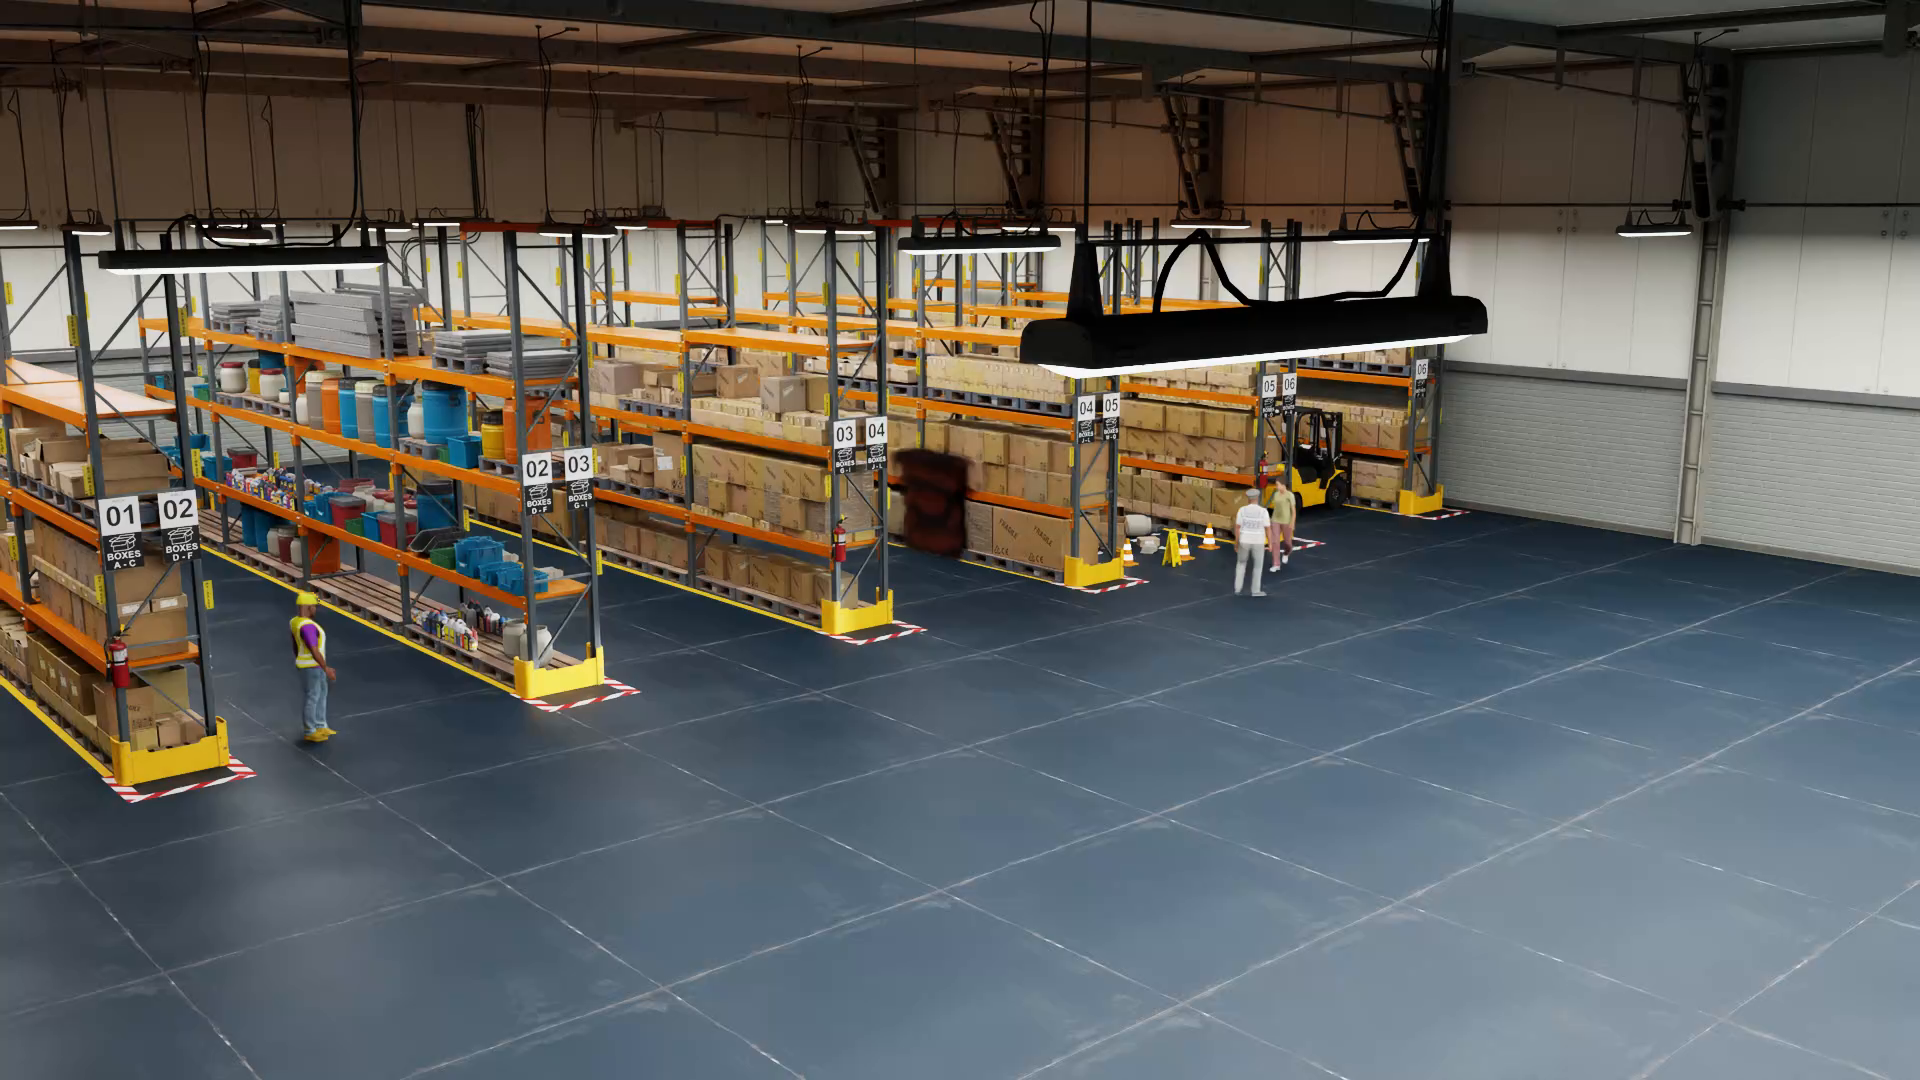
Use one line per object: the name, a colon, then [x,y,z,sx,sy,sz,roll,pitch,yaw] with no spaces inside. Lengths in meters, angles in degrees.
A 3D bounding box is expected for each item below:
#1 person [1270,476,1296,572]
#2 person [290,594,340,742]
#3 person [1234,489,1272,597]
person: [5.669,-0.315,29.199,0.447,1.652,0.821,3,12,13]
person: [-7.722,1.529,19.914,0.551,1.807,0.618,-2,12,-11]
person: [4.795,0.095,27.186,0.605,1.852,0.376,5,12,22]
